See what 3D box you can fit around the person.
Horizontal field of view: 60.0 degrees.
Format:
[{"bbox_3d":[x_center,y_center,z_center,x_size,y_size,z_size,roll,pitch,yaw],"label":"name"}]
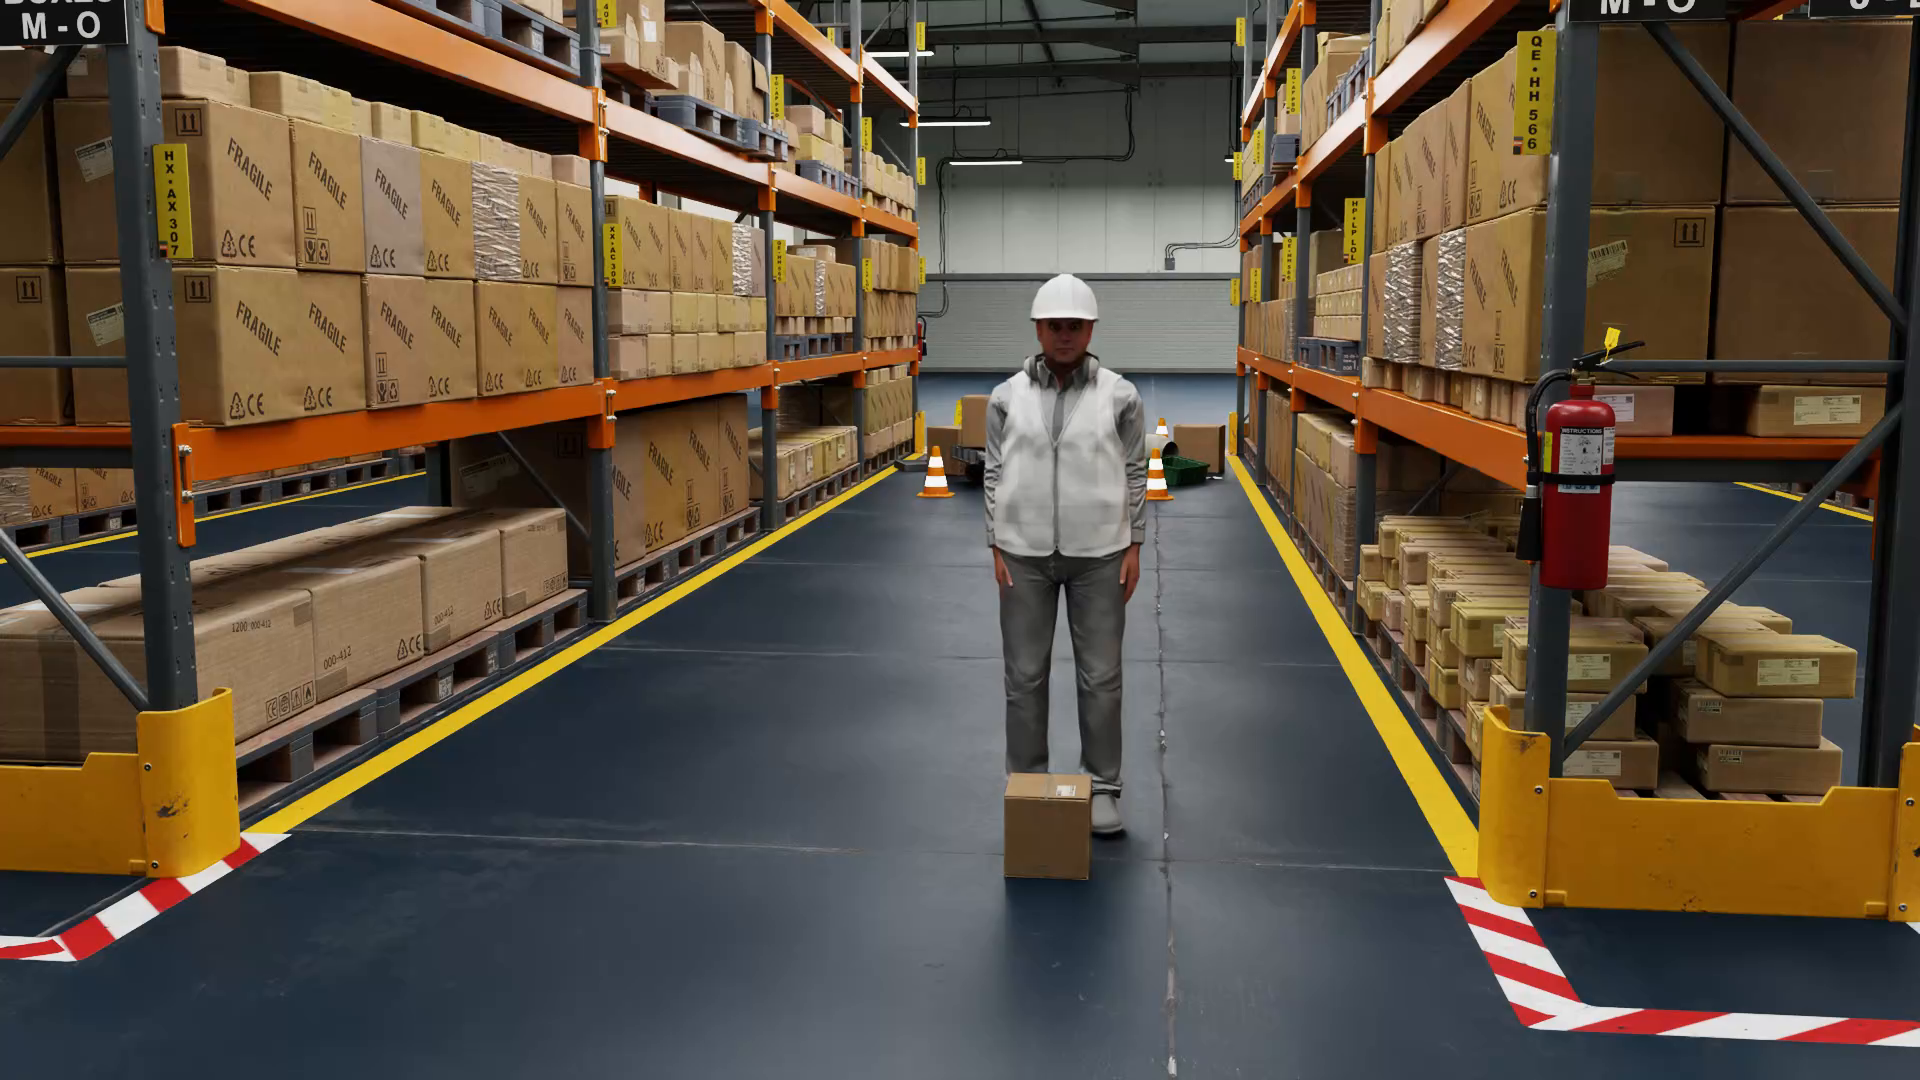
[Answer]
[{"bbox_3d":[0.334,0.042,5.358,0.531,1.776,0.376,1,8,8],"label":"person"}]
